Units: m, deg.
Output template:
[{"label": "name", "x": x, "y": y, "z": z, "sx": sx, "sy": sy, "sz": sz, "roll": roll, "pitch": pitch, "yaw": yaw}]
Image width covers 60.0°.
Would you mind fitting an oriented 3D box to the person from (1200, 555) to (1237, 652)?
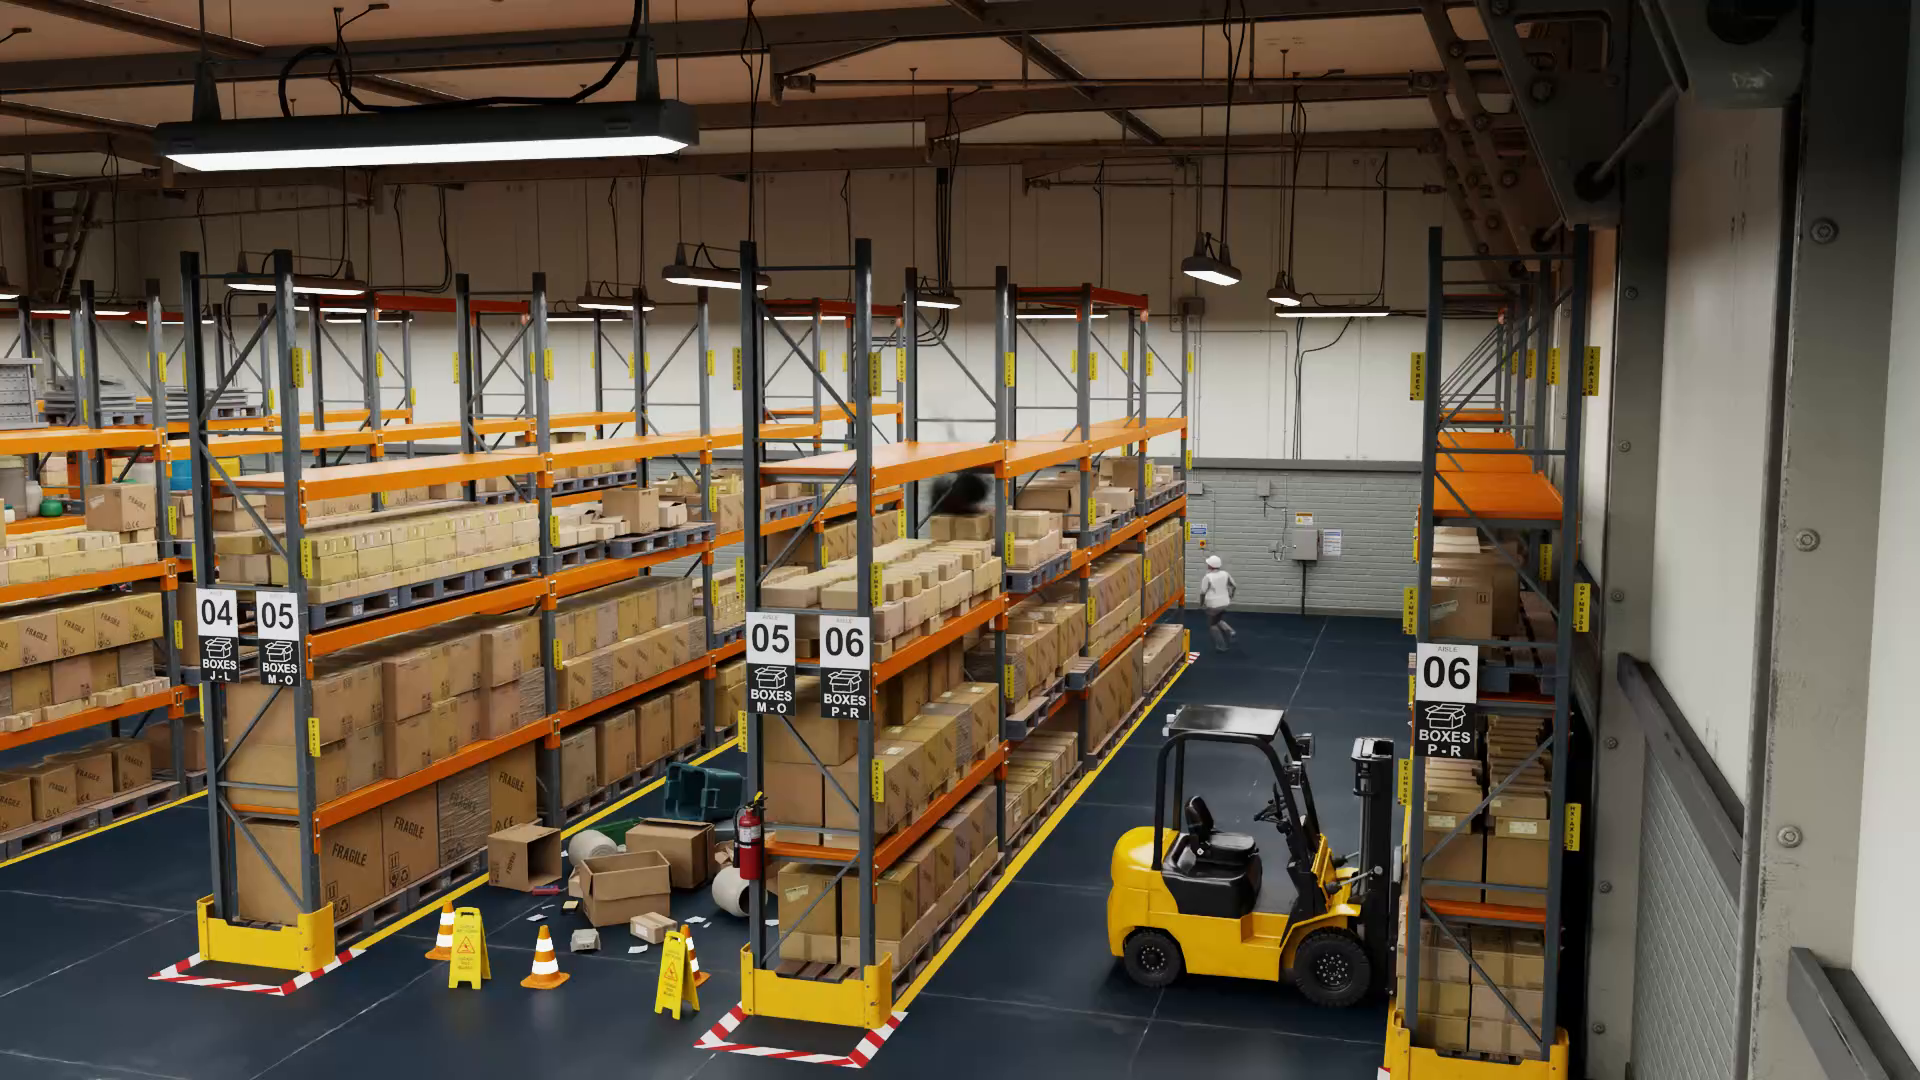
[{"label": "person", "x": 4.422, "y": 1.104, "z": 28.794, "sx": 0.687, "sy": 1.699, "sz": 0.543, "roll": -3, "pitch": 7, "yaw": -24}]
